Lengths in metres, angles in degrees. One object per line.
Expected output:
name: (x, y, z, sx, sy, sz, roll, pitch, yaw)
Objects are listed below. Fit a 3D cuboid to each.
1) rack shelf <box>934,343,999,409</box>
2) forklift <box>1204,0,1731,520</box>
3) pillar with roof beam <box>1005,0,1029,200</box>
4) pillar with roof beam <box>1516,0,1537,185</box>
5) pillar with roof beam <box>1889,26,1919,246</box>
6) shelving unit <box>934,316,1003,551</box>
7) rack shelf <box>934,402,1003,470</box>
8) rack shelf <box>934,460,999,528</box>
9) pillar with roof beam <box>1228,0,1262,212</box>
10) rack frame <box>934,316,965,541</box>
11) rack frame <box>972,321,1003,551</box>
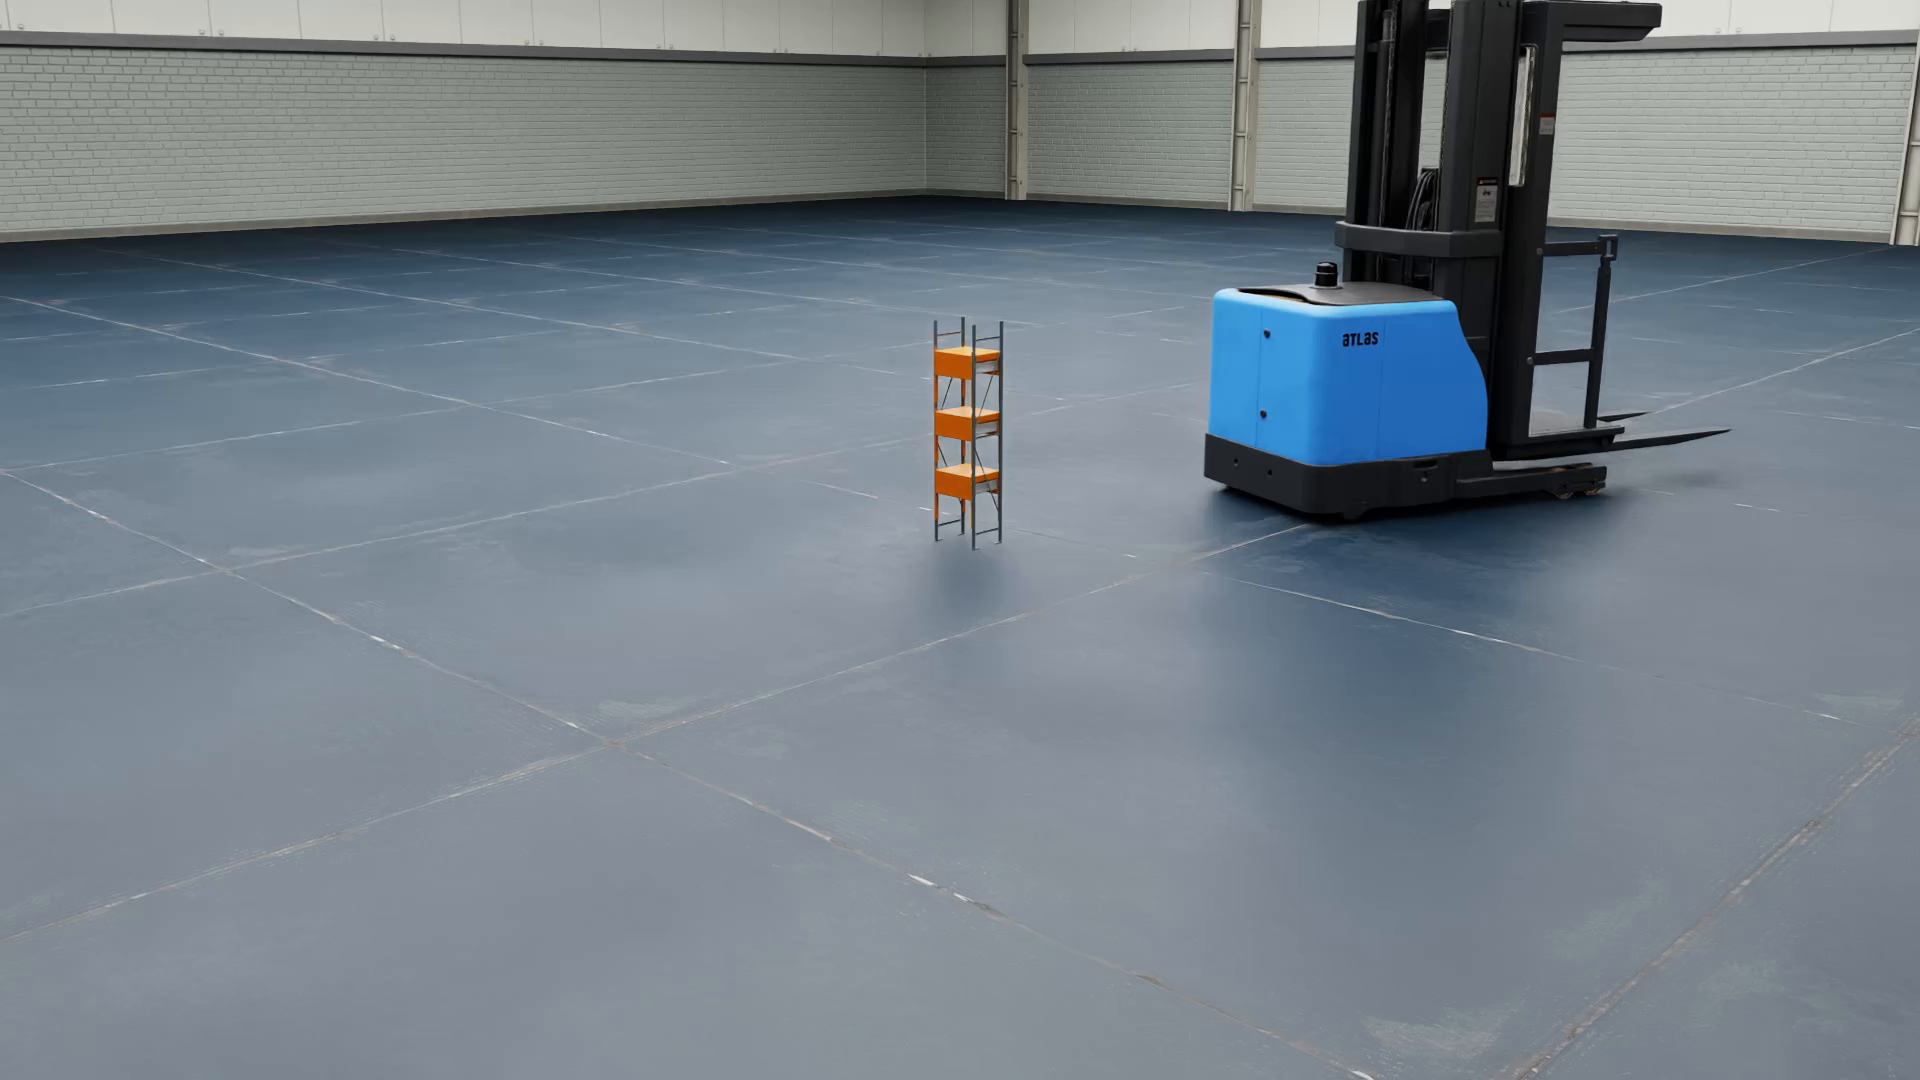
rack shelf: (0.039, -0.763, 7.695, 0.240, 0.259, 0.215, 14, 20, 42)
forklift: (2.875, -1.746, 8.822, 3.031, 2.935, 1.130, -7, 16, -24)
pillar with roof beam: (-1.740, -11.158, 32.908, 0.400, 9.000, 9.100, 14, 20, 42)
pillar with roof beam: (6.899, -9.058, 24.848, 0.400, 9.000, 9.100, 14, 20, 42)
pillar with roof beam: (11.218, -8.008, 20.818, 0.400, 9.000, 9.100, 14, 20, 42)
shelving unit: (0.039, -0.499, 7.764, 0.252, 1.050, 0.215, 14, 20, 42)
rack shelf: (0.039, -0.488, 7.766, 0.240, 0.259, 0.215, 14, 20, 42)
rack shelf: (0.039, -0.219, 7.837, 0.240, 0.259, 0.215, 14, 20, 42)
pillar with roof beam: (2.579, -10.108, 28.878, 0.400, 9.000, 9.100, 14, 20, 42)
rack frame: (-0.049, -0.520, 7.846, 0.008, 1.050, 0.200, 14, 20, 42)
rack frame: (0.126, -0.477, 7.682, 0.008, 1.050, 0.200, 14, 20, 42)
